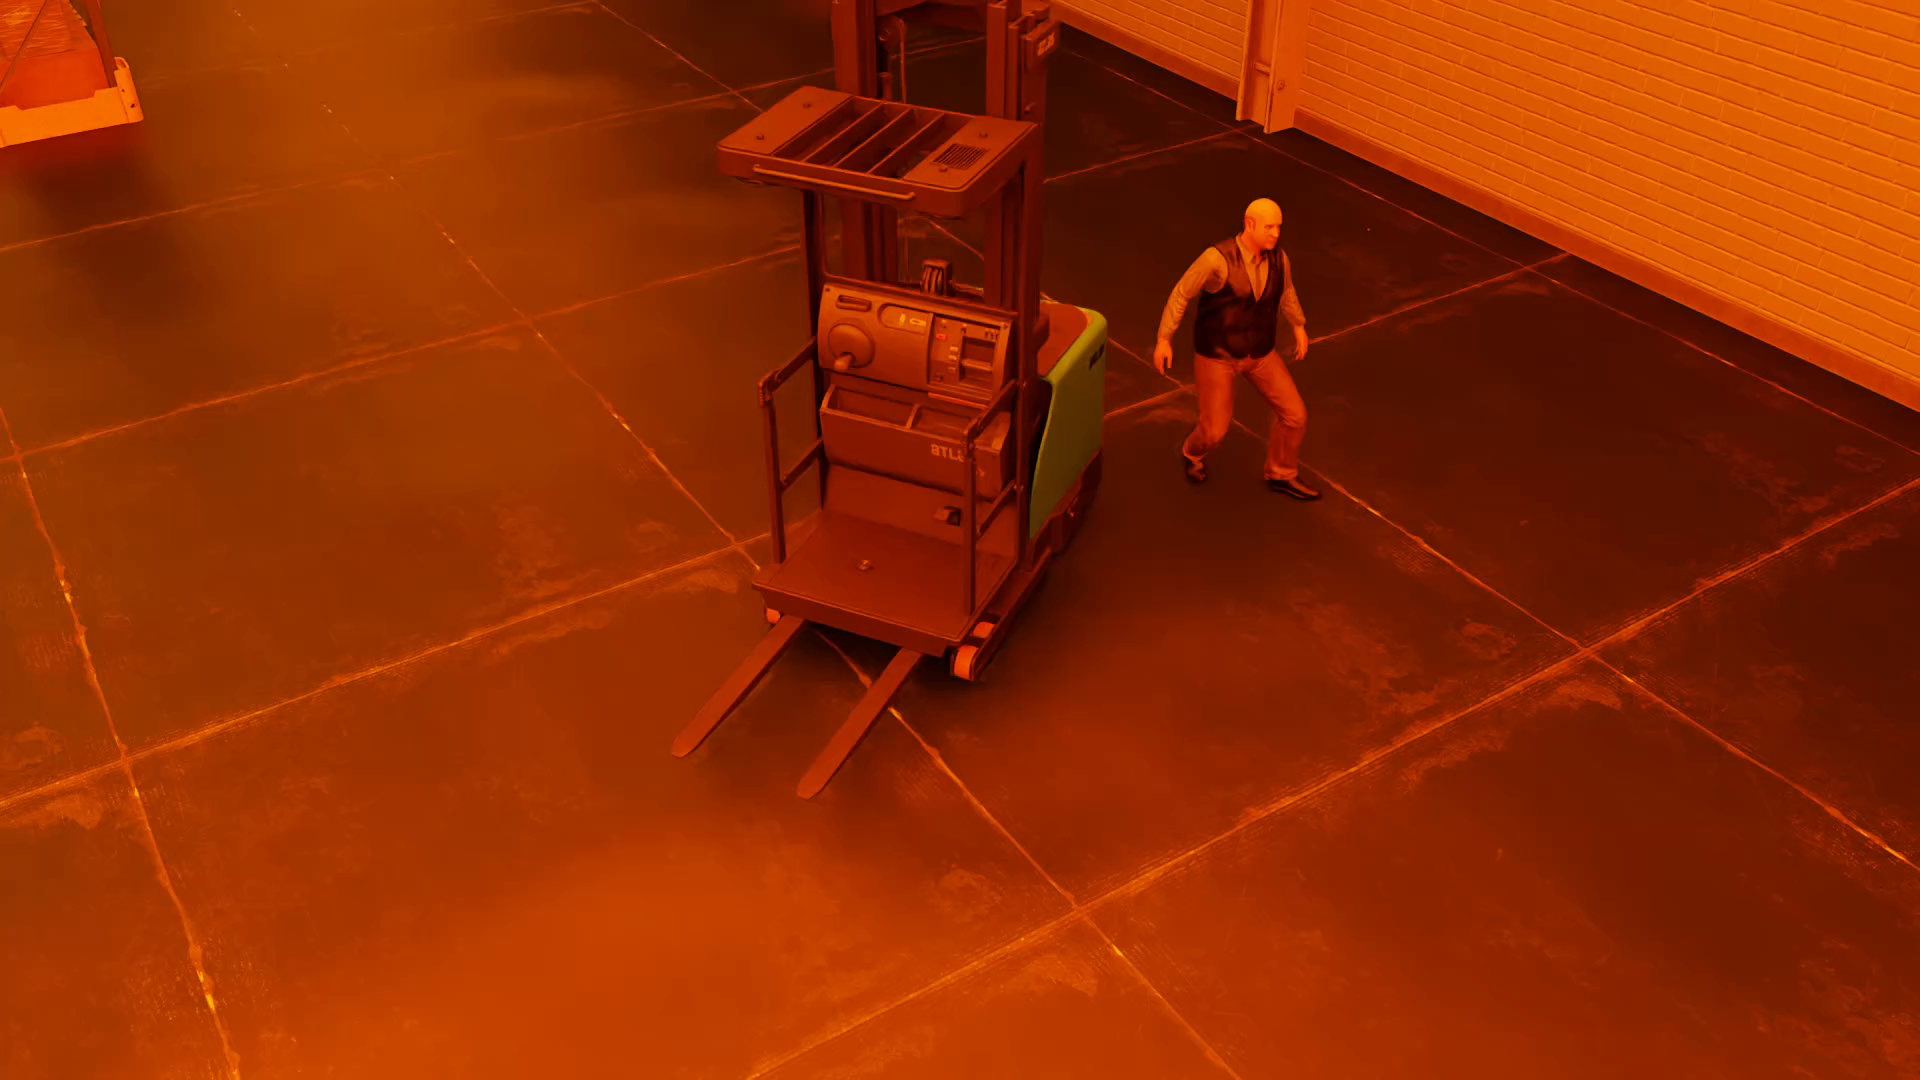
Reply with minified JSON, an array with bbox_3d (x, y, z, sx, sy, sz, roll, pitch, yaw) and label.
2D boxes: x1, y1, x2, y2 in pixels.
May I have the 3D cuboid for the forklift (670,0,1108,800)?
[{"bbox_3d":[-0.298,-0.829,7.327,1.130,2.935,3.031,15,38,20],"label":"forklift"}]

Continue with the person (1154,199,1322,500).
[{"bbox_3d":[1.447,-0.957,8.638,0.925,1.642,0.605,-11,37,-16],"label":"person"}]
